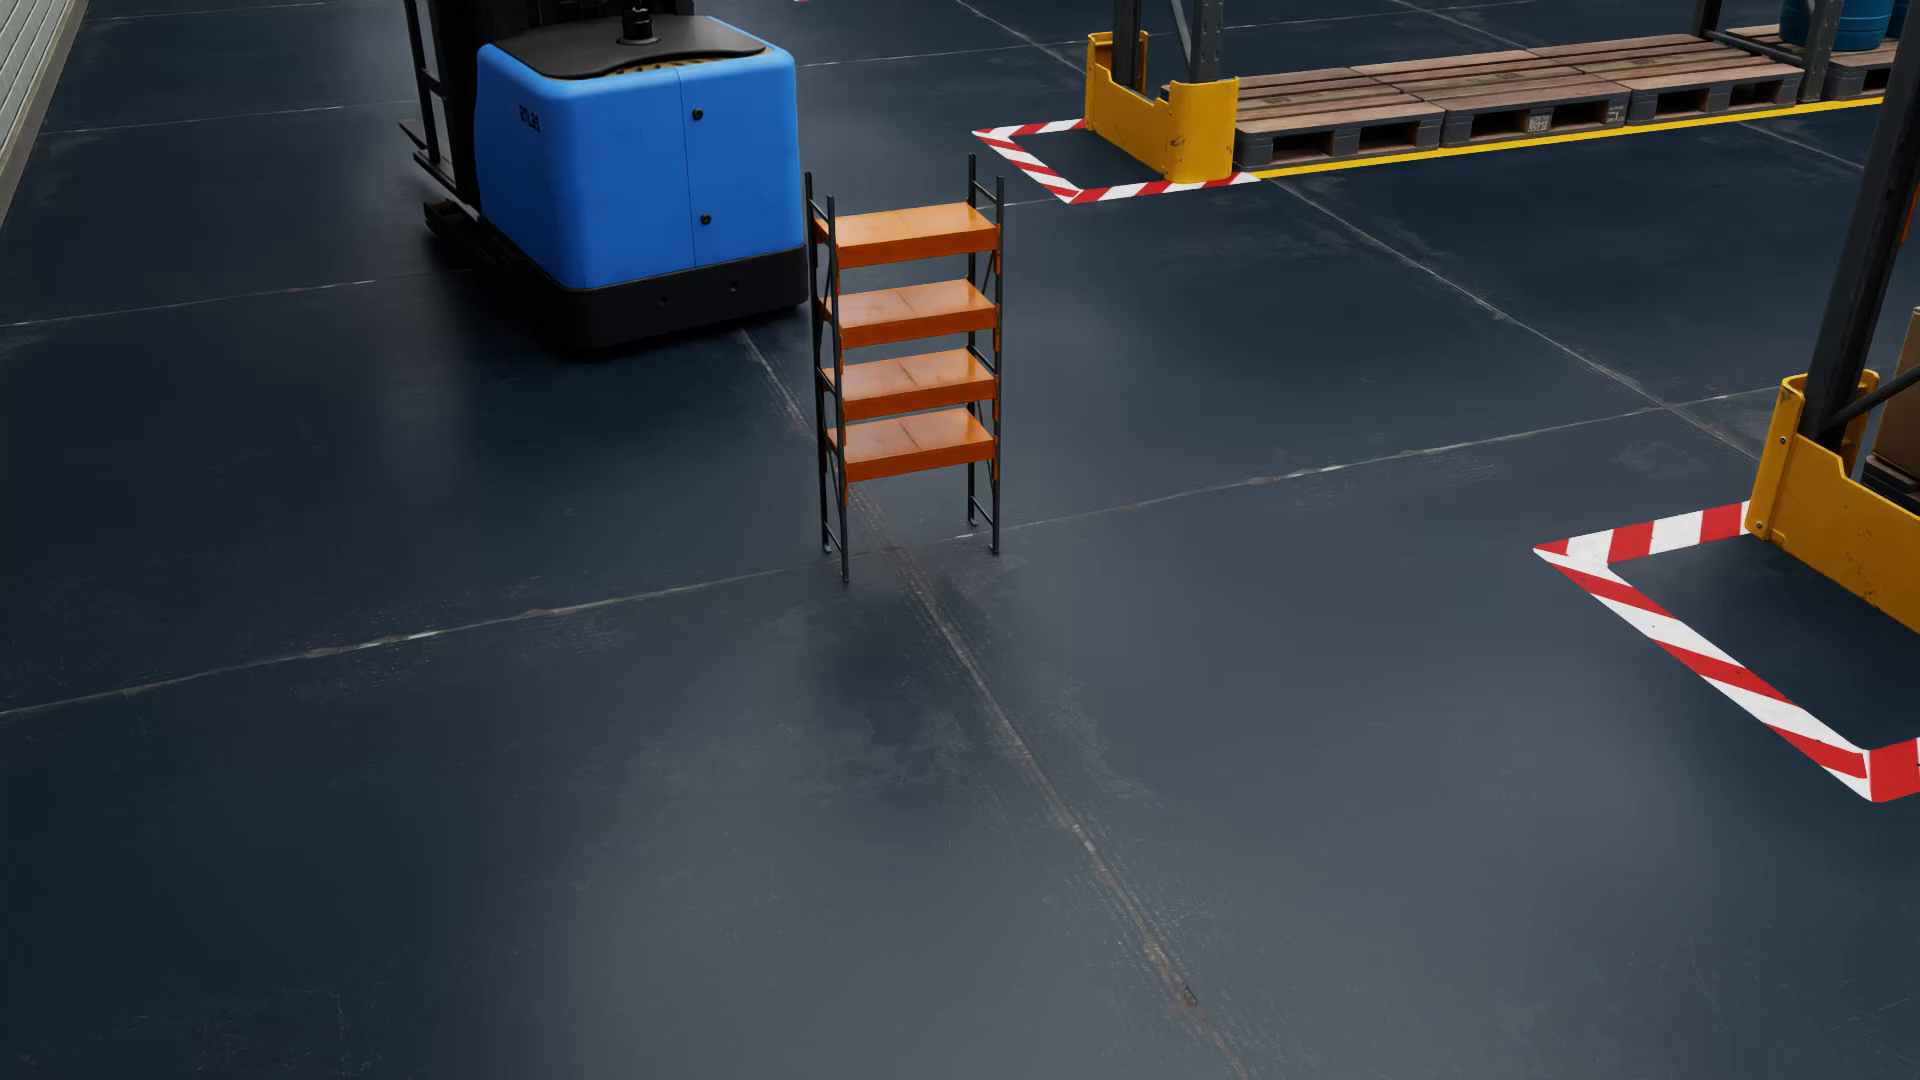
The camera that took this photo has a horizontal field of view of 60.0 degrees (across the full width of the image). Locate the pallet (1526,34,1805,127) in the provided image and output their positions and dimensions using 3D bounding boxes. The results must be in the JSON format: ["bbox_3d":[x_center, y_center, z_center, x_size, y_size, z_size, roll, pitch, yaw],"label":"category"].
[{"bbox_3d":[4.135,-2.737,9.841,1.213,0.211,1.003,-10,31,-18],"label":"pallet"}]

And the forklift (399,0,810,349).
[{"bbox_3d":[-1.820,-2.698,7.025,1.130,2.935,3.031,-17,34,-27],"label":"forklift"}]

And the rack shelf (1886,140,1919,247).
[{"bbox_3d":[4.660,-1.137,4.943,4.000,0.370,1.077,-10,31,-18],"label":"rack shelf"}]

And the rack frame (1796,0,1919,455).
[{"bbox_3d":[2.786,-1.105,4.159,0.127,3.000,1.000,-10,31,-18],"label":"rack frame"}]

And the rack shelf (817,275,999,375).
[{"bbox_3d":[-0.155,-0.629,4.825,0.480,0.148,0.258,-10,31,-18],"label":"rack shelf"}]

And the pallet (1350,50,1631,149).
[{"bbox_3d":[2.990,-2.525,9.468,1.213,0.211,1.003,-10,31,-18],"label":"pallet"}]

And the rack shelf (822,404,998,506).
[{"bbox_3d":[-0.155,-0.262,5.034,0.480,0.148,0.258,-10,31,-18],"label":"rack shelf"}]

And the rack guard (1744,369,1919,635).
[{"bbox_3d":[2.857,-0.032,4.800,0.348,0.500,1.175,-10,31,-18],"label":"rack guard"}]

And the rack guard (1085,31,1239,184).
[{"bbox_3d":[1.044,-2.307,8.794,0.348,0.500,1.175,-10,31,-18],"label":"rack guard"}]

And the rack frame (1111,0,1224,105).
[{"bbox_3d":[1.062,-3.403,8.194,0.127,3.000,1.000,-10,31,-18],"label":"rack frame"}]

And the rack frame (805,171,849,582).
[{"bbox_3d":[-0.384,-0.451,4.829,0.015,1.200,0.240,-10,31,-18],"label":"rack frame"}]

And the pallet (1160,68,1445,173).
[{"bbox_3d":[1.848,-2.316,9.102,1.213,0.211,1.003,-10,31,-18],"label":"pallet"}]

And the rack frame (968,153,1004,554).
[{"bbox_3d":[0.074,-0.535,4.977,0.015,1.200,0.240,-10,31,-18],"label":"rack frame"}]

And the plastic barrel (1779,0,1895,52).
[{"bbox_3d":[5.327,-3.451,9.972,0.708,0.901,0.600,-10,31,-18],"label":"plastic barrel"}]

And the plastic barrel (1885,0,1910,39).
[{"bbox_3d":[5.990,-3.573,10.186,0.708,0.901,0.600,-10,31,-18],"label":"plastic barrel"}]

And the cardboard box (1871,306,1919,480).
[{"bbox_3d":[3.209,-0.418,5.034,0.500,0.500,0.500,-10,31,-18],"label":"cardboard box"}]

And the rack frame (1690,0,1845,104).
[{"bbox_3d":[4.811,-4.094,9.405,0.127,3.000,1.000,-10,31,-18],"label":"rack frame"}]

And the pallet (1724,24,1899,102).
[{"bbox_3d":[5.548,-2.996,10.296,1.213,0.211,1.003,-10,31,-18],"label":"pallet"}]

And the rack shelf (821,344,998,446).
[{"bbox_3d":[-0.155,-0.434,4.936,0.480,0.148,0.258,-10,31,-18],"label":"rack shelf"}]

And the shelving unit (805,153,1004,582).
[{"bbox_3d":[-0.155,-0.493,4.903,0.503,1.200,0.258,-10,31,-18],"label":"shelving unit"}]

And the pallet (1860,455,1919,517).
[{"bbox_3d":[3.604,-0.044,5.114,1.213,0.211,1.003,-10,31,-18],"label":"pallet"}]

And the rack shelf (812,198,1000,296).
[{"bbox_3d":[-0.155,-0.834,4.708,0.480,0.148,0.258,-10,31,-18],"label":"rack shelf"}]
